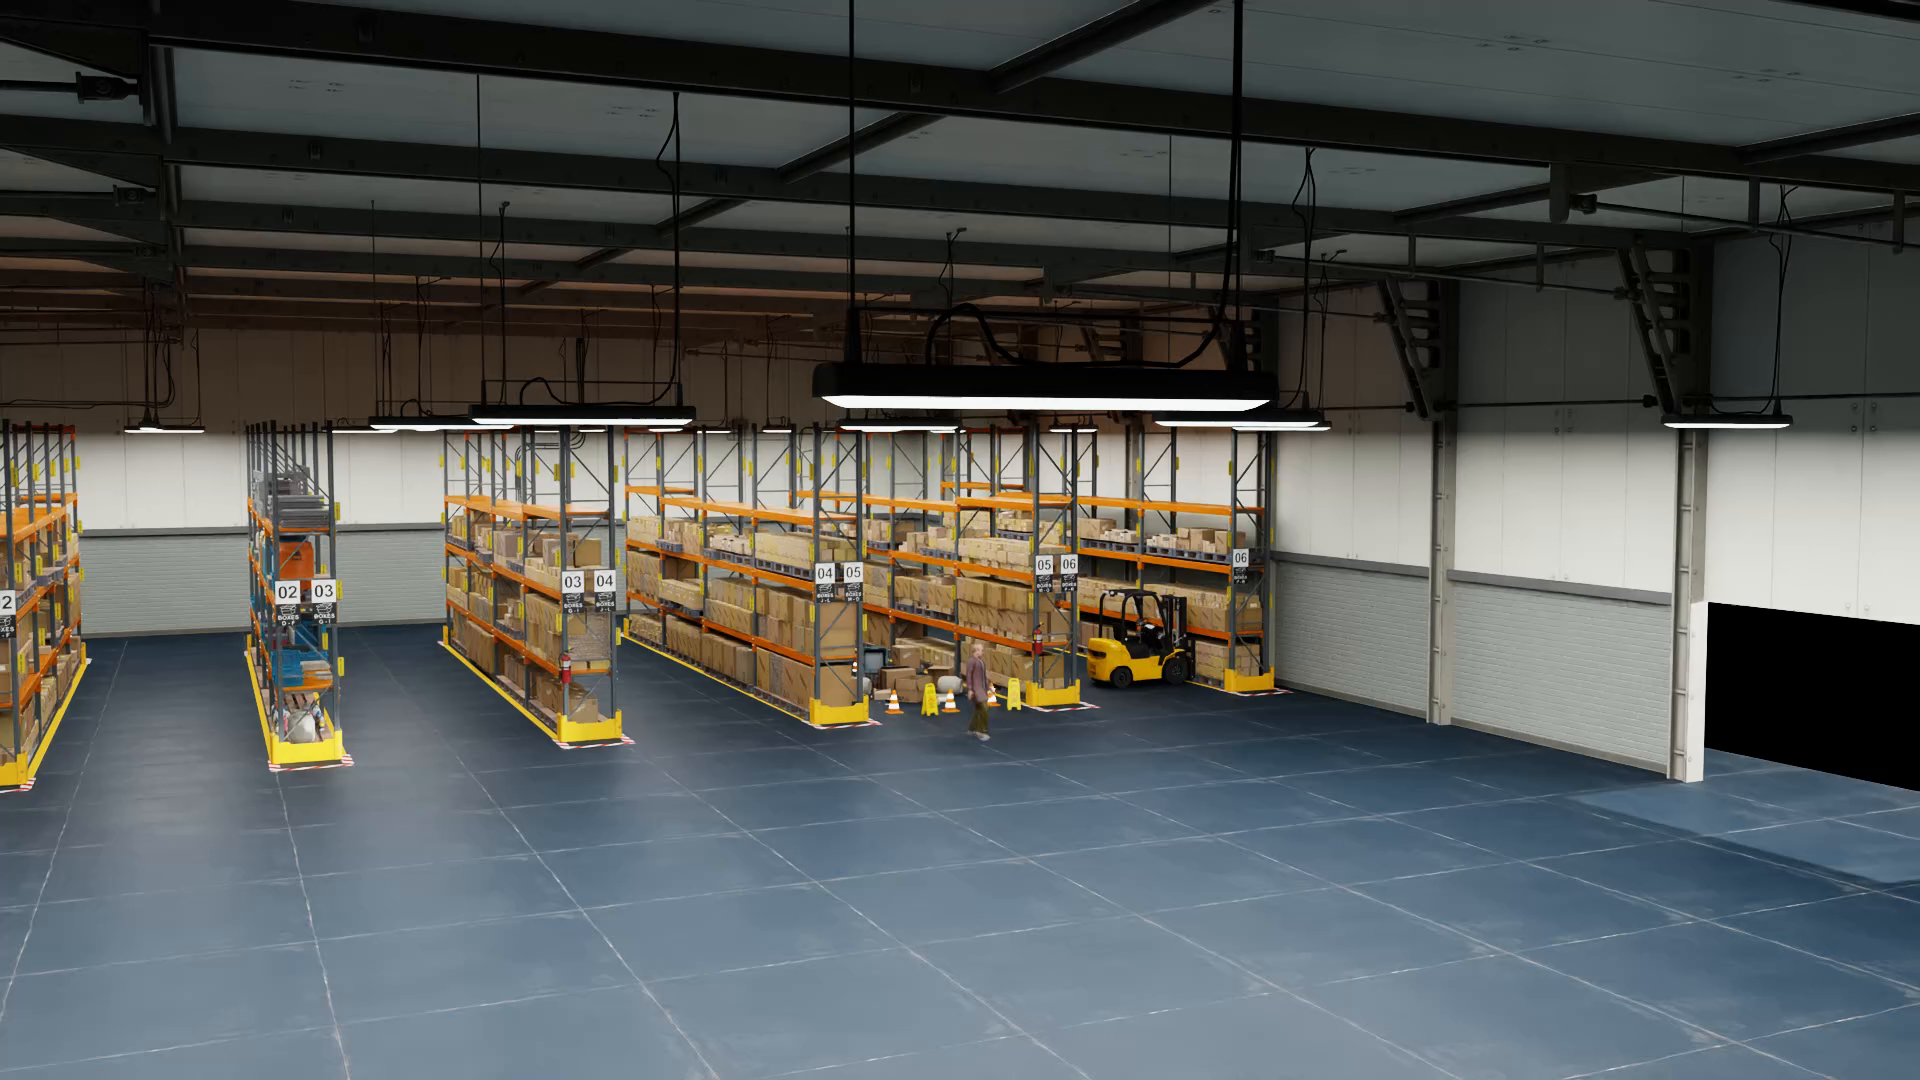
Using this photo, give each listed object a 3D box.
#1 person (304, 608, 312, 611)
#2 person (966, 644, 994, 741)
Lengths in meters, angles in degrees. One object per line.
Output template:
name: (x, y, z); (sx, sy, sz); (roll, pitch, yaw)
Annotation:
person: (-18.218, 1.953, 46.217); (1.136, 1.723, 0.602); (3, 5, 40)
person: (0.381, 2.895, 31.504); (0.568, 1.854, 0.615); (1, 4, 19)
